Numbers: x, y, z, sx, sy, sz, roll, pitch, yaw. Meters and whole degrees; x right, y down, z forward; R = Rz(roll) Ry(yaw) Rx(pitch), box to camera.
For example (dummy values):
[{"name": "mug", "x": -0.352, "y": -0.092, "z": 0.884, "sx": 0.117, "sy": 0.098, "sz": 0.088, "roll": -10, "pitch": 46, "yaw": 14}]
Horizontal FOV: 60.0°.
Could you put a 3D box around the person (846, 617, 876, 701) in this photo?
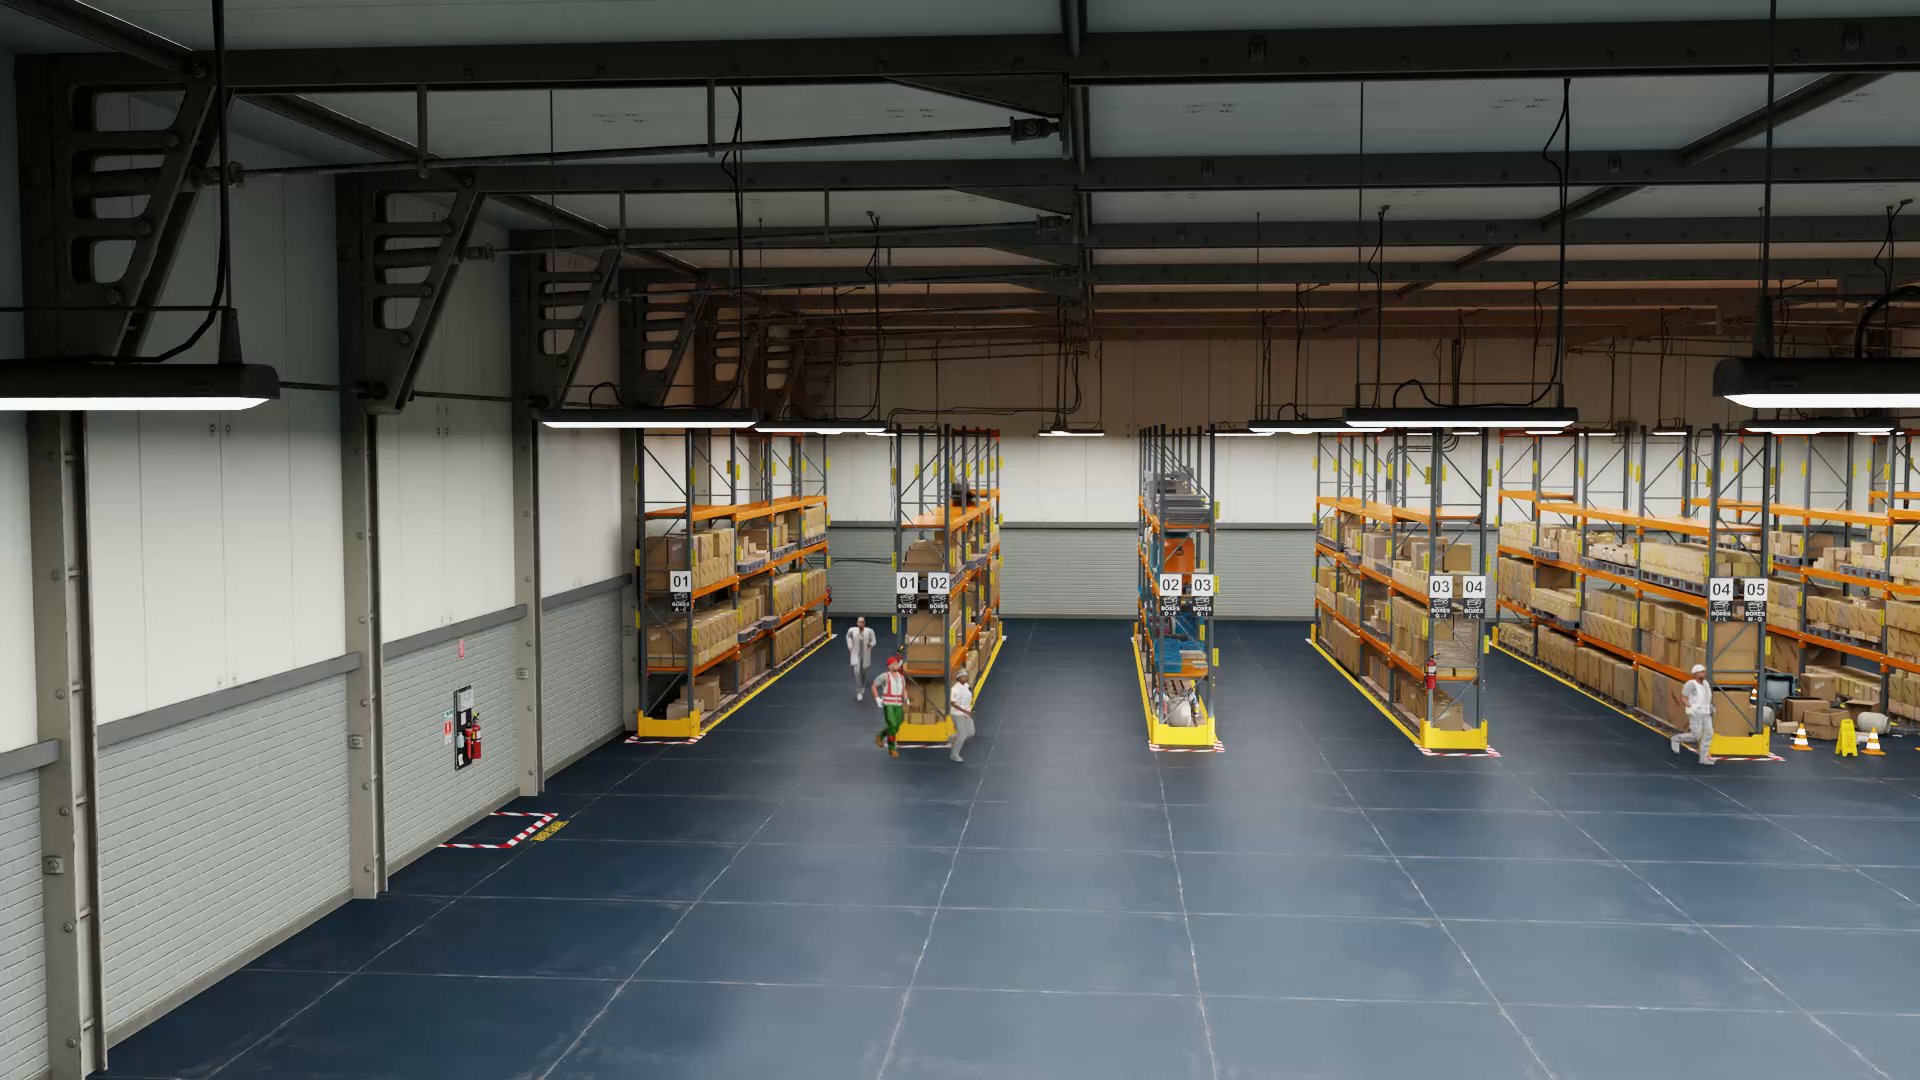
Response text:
[{"name": "person", "x": -2.188, "y": 2.593, "z": 36.845, "sx": 0.649, "sy": 1.805, "sz": 1.025, "roll": -1, "pitch": 4, "yaw": -8}]

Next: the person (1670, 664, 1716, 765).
[{"name": "person", "x": 13.039, "y": 3.073, "z": 29.392, "sx": 0.703, "sy": 1.757, "sz": 0.839, "roll": -2, "pitch": 4, "yaw": -29}]

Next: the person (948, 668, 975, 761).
[{"name": "person", "x": 0.028, "y": 3.102, "z": 29.629, "sx": 0.623, "sy": 1.667, "sz": 0.605, "roll": 2, "pitch": 4, "yaw": 34}]

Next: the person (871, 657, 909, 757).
[{"name": "person", "x": -1.235, "y": 3.018, "z": 30.250, "sx": 0.703, "sy": 1.754, "sz": 0.732, "roll": -3, "pitch": 4, "yaw": -38}]

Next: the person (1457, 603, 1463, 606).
[{"name": "person", "x": 13.513, "y": 2.187, "z": 45.052, "sx": 0.609, "sy": 1.597, "sz": 0.668, "roll": 1, "pitch": 4, "yaw": 17}]
